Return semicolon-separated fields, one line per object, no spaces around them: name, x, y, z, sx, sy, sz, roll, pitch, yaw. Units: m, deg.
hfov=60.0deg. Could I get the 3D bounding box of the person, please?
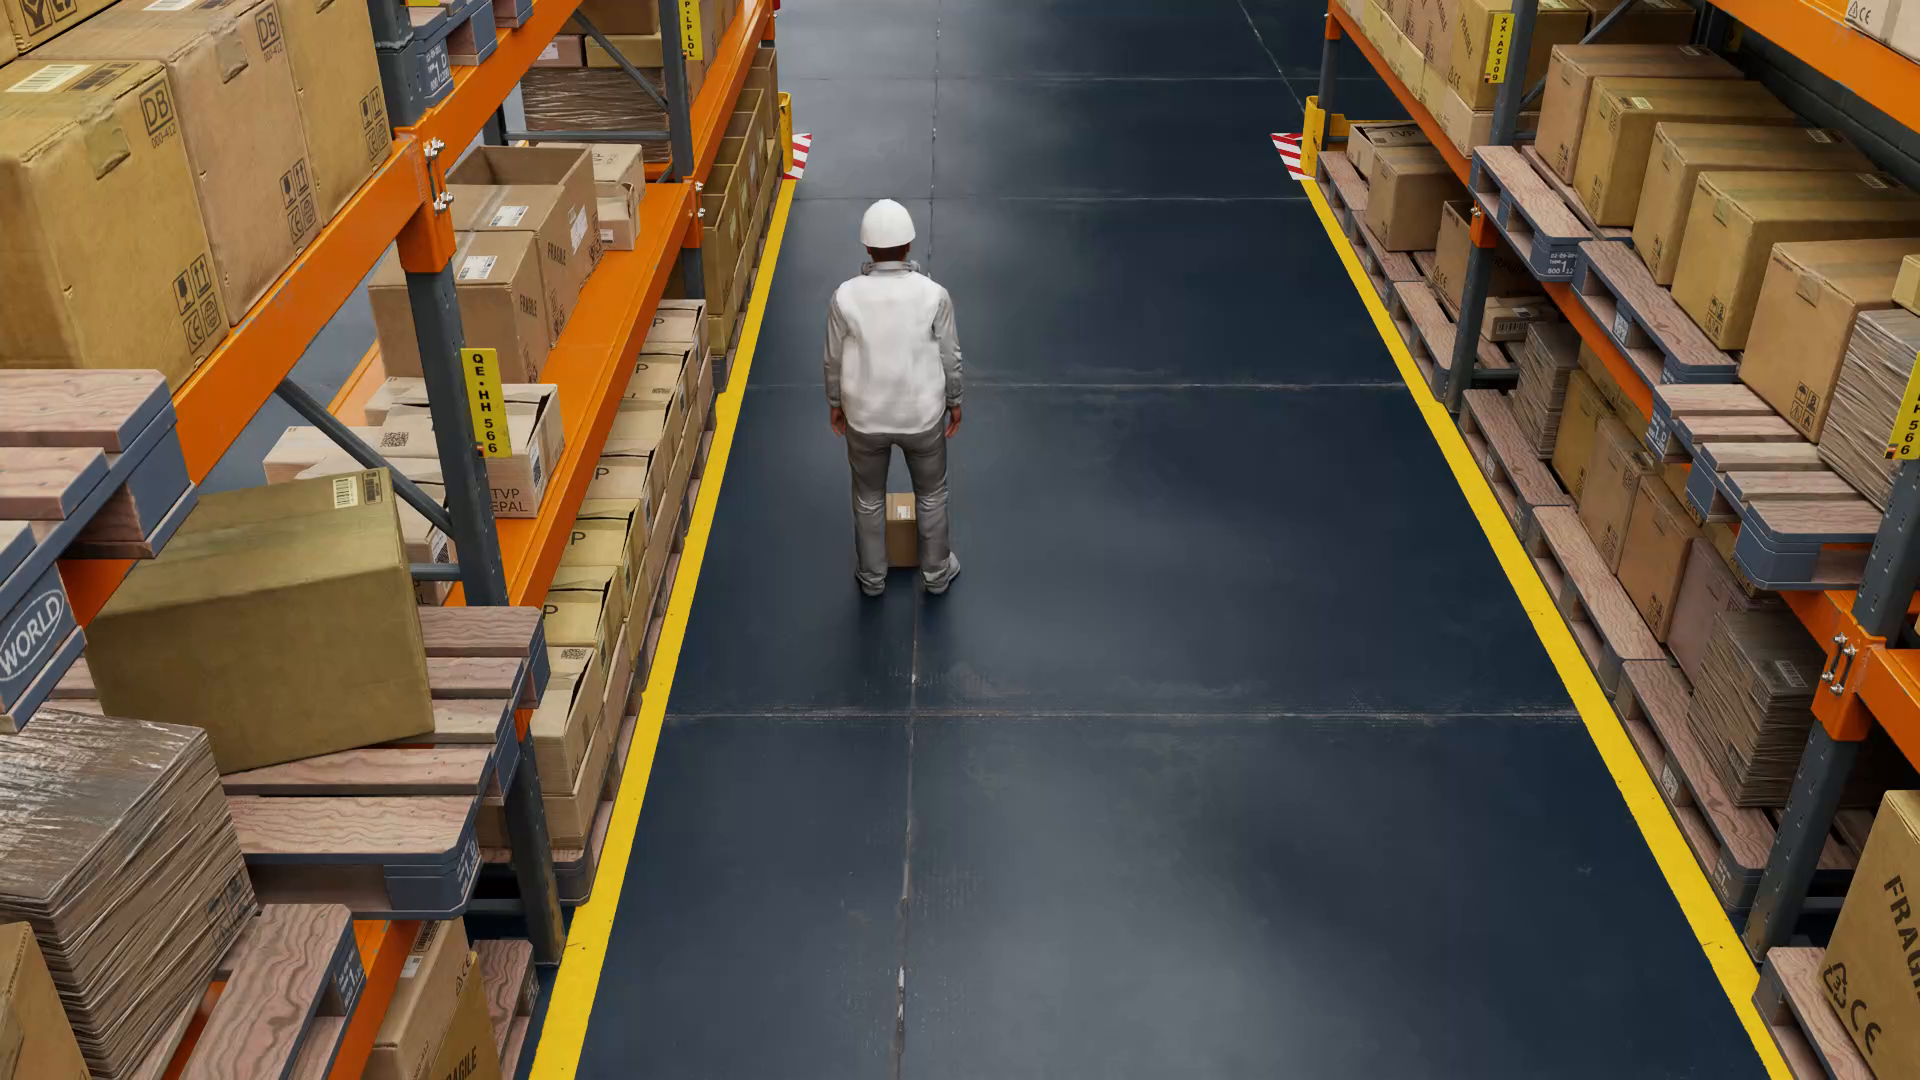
person;-0.275;-0.561;7.031;0.581;1.772;0.461;0;31;0
